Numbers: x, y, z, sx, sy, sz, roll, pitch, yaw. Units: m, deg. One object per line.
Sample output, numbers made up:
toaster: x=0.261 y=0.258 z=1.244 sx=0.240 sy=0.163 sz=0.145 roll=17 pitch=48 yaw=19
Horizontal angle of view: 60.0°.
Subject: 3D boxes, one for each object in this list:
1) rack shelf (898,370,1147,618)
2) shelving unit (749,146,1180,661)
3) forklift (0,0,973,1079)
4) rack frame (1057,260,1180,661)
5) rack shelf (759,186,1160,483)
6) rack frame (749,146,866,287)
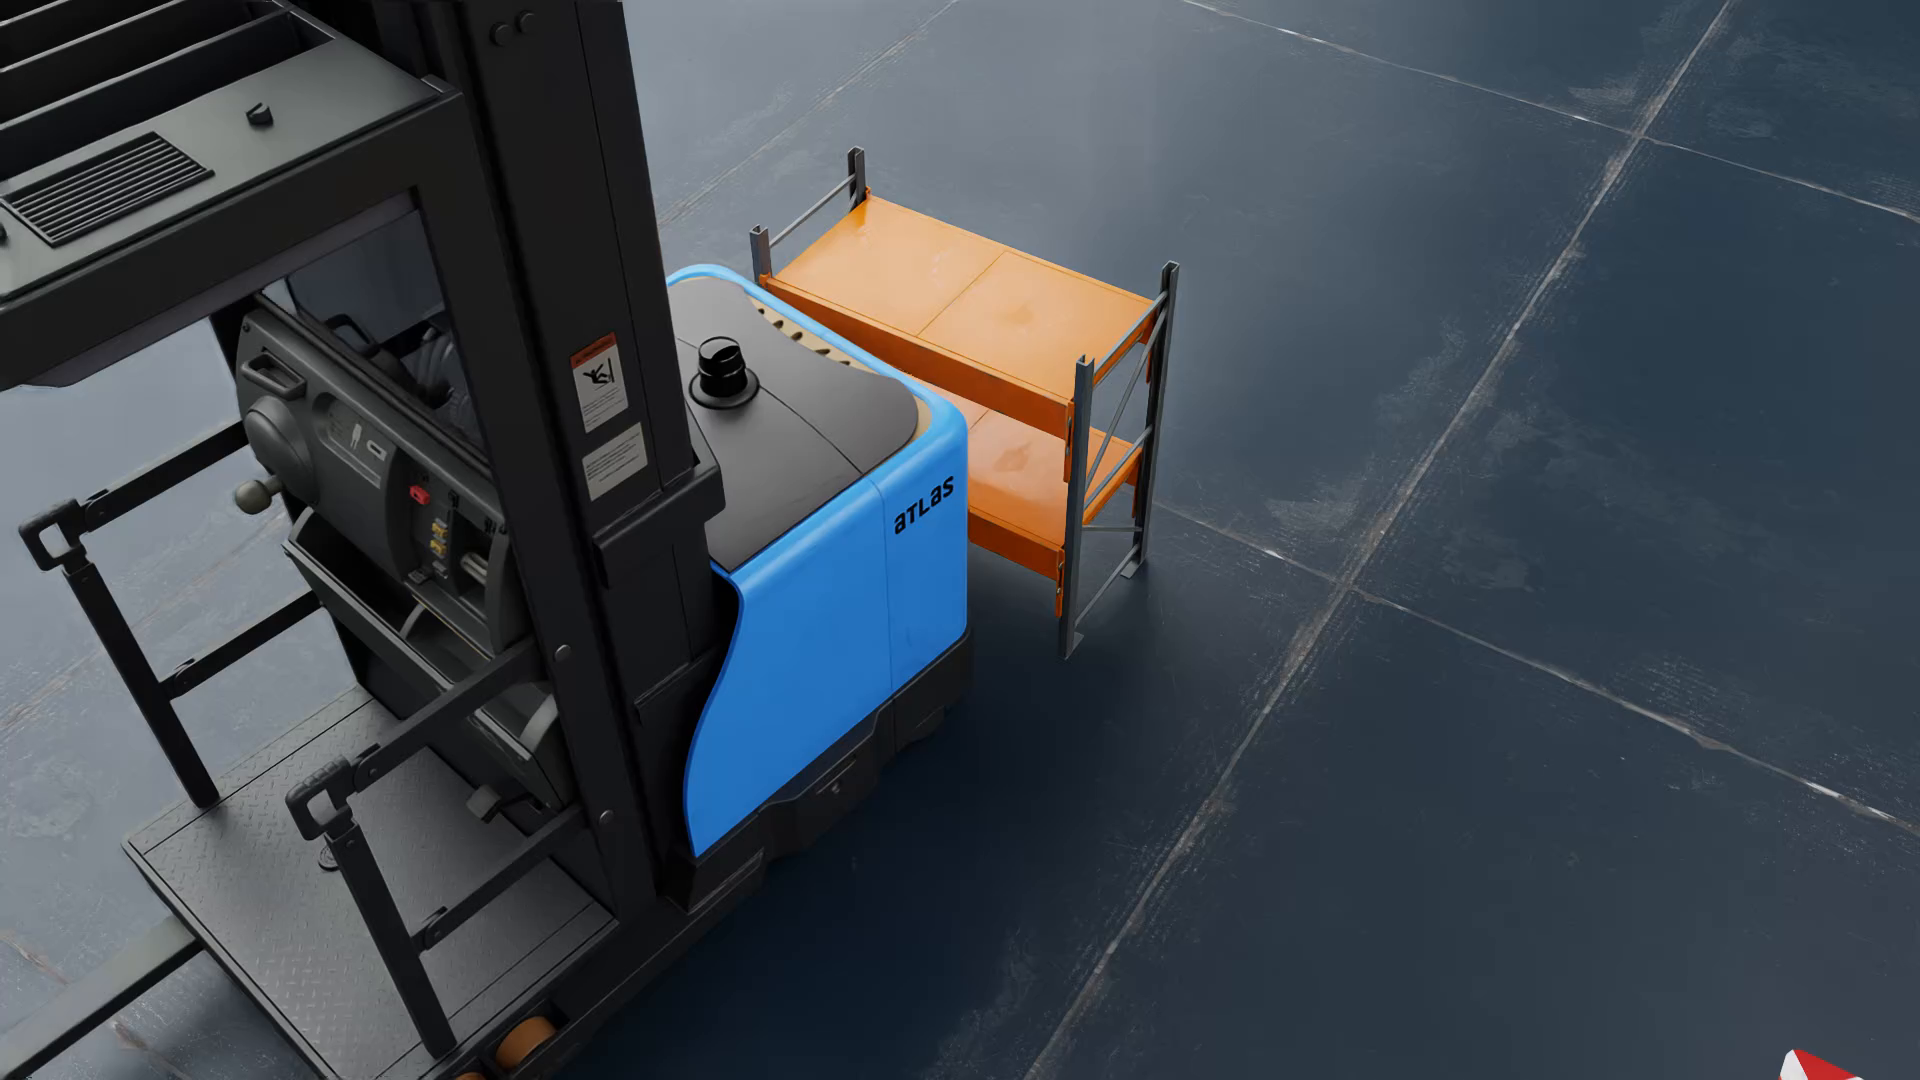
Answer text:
rack shelf: x=0.006 y=-0.219 z=5.019 sx=1.000 sy=0.278 sz=0.538 roll=25 pitch=51 yaw=22
shelving unit: x=0.006 y=-0.389 z=4.844 sx=1.048 sy=1.125 sz=0.538 roll=25 pitch=51 yaw=22
forklift: x=-1.328 y=-0.033 z=3.238 sx=1.130 sy=2.935 sz=3.031 roll=33 pitch=54 yaw=28
rack frame: x=0.434 y=-0.193 z=4.653 sx=0.032 sy=1.125 sz=0.500 roll=25 pitch=51 yaw=22
rack shelf: x=0.006 y=-0.593 z=4.634 sx=1.000 sy=0.278 sz=0.538 roll=25 pitch=51 yaw=22
rack frame: x=-0.422 y=-0.586 z=5.035 sx=0.032 sy=1.125 sz=0.500 roll=25 pitch=51 yaw=22
